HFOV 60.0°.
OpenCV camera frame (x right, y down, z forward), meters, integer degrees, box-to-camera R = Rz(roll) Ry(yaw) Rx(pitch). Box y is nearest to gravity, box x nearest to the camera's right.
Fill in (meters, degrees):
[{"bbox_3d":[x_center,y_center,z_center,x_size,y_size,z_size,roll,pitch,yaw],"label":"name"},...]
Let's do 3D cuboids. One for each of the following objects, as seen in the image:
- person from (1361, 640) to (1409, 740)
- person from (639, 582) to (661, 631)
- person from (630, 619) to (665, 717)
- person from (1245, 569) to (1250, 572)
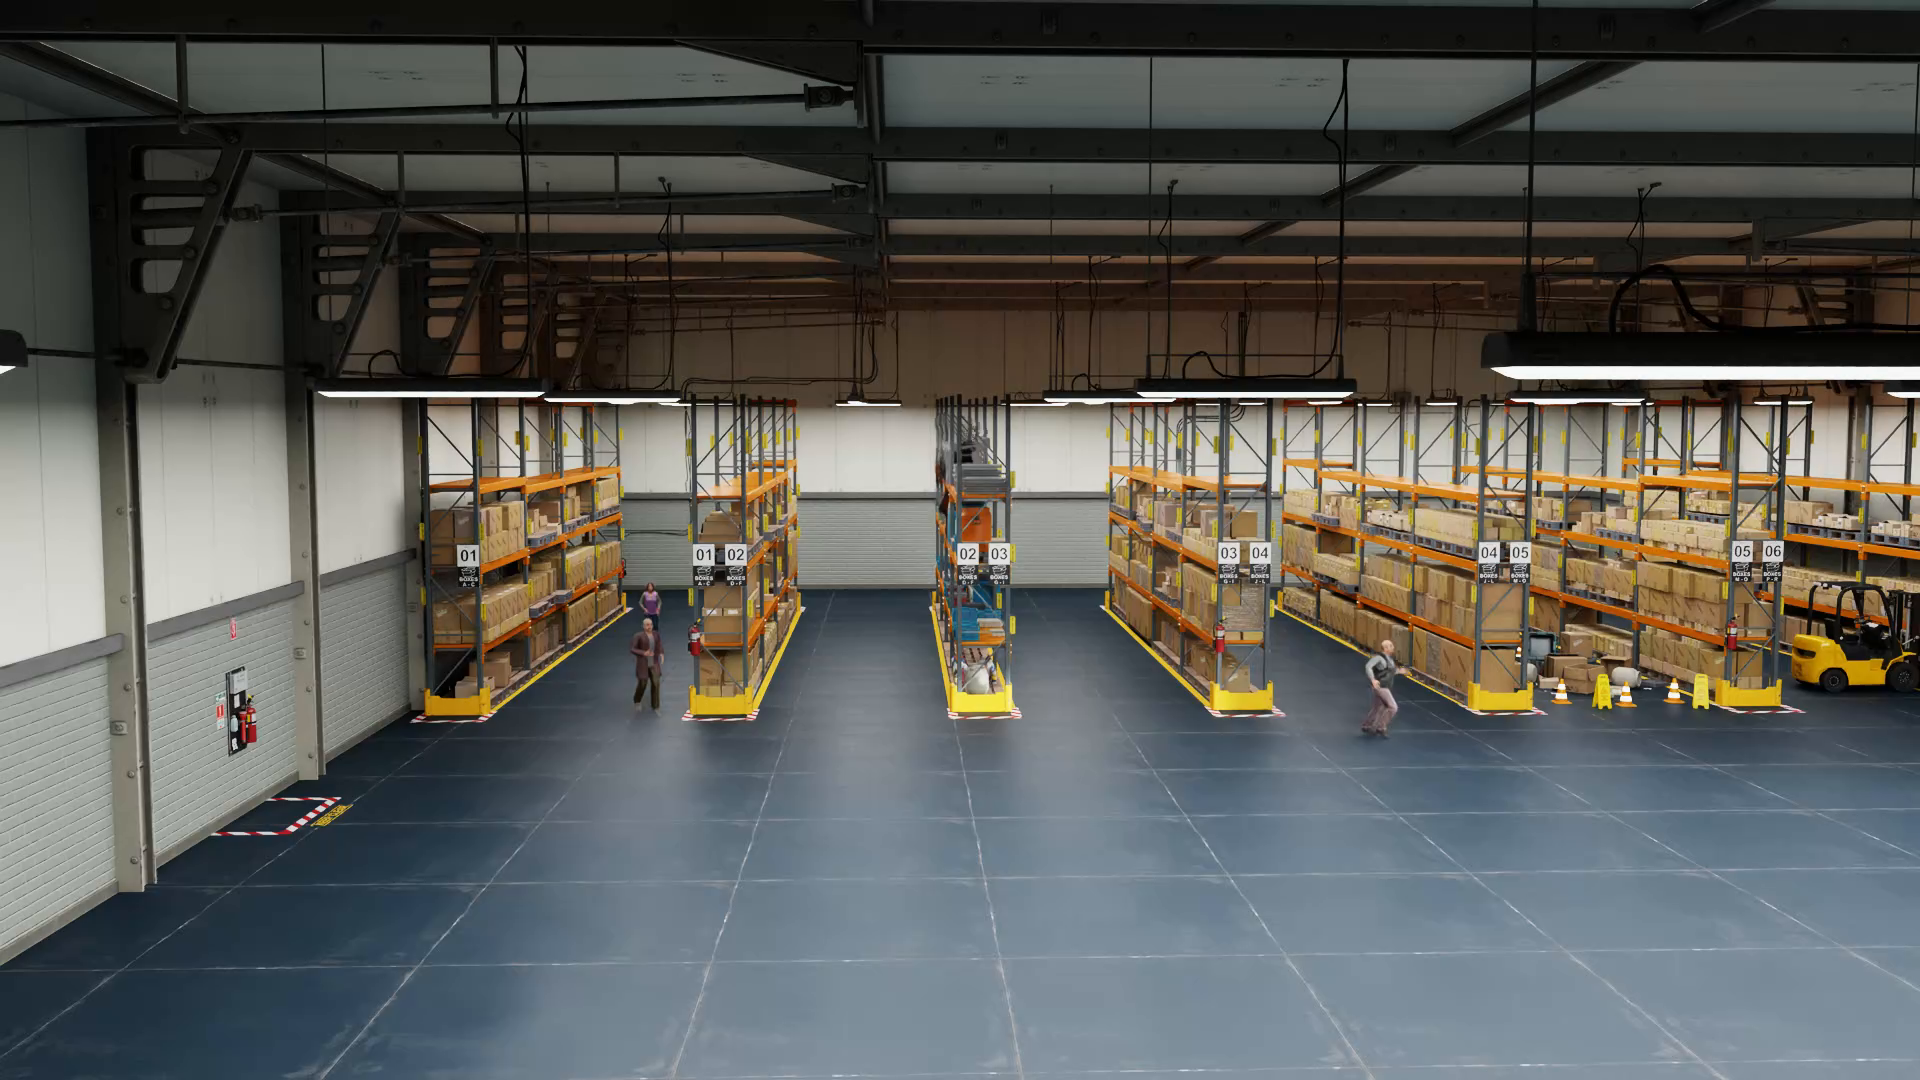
[{"bbox_3d":[7.361,2.611,28.881,0.801,1.758,0.659,3,5,30],"label":"person"},{"bbox_3d":[-7.456,1.794,40.050,0.542,1.563,0.533,-1,5,-14],"label":"person"},{"bbox_3d":[-5.877,2.382,31.238,0.735,1.841,0.907,-3,5,-35],"label":"person"},{"bbox_3d":[7.942,1.272,45.237,0.680,1.839,0.842,-1,5,-8],"label":"person"}]
